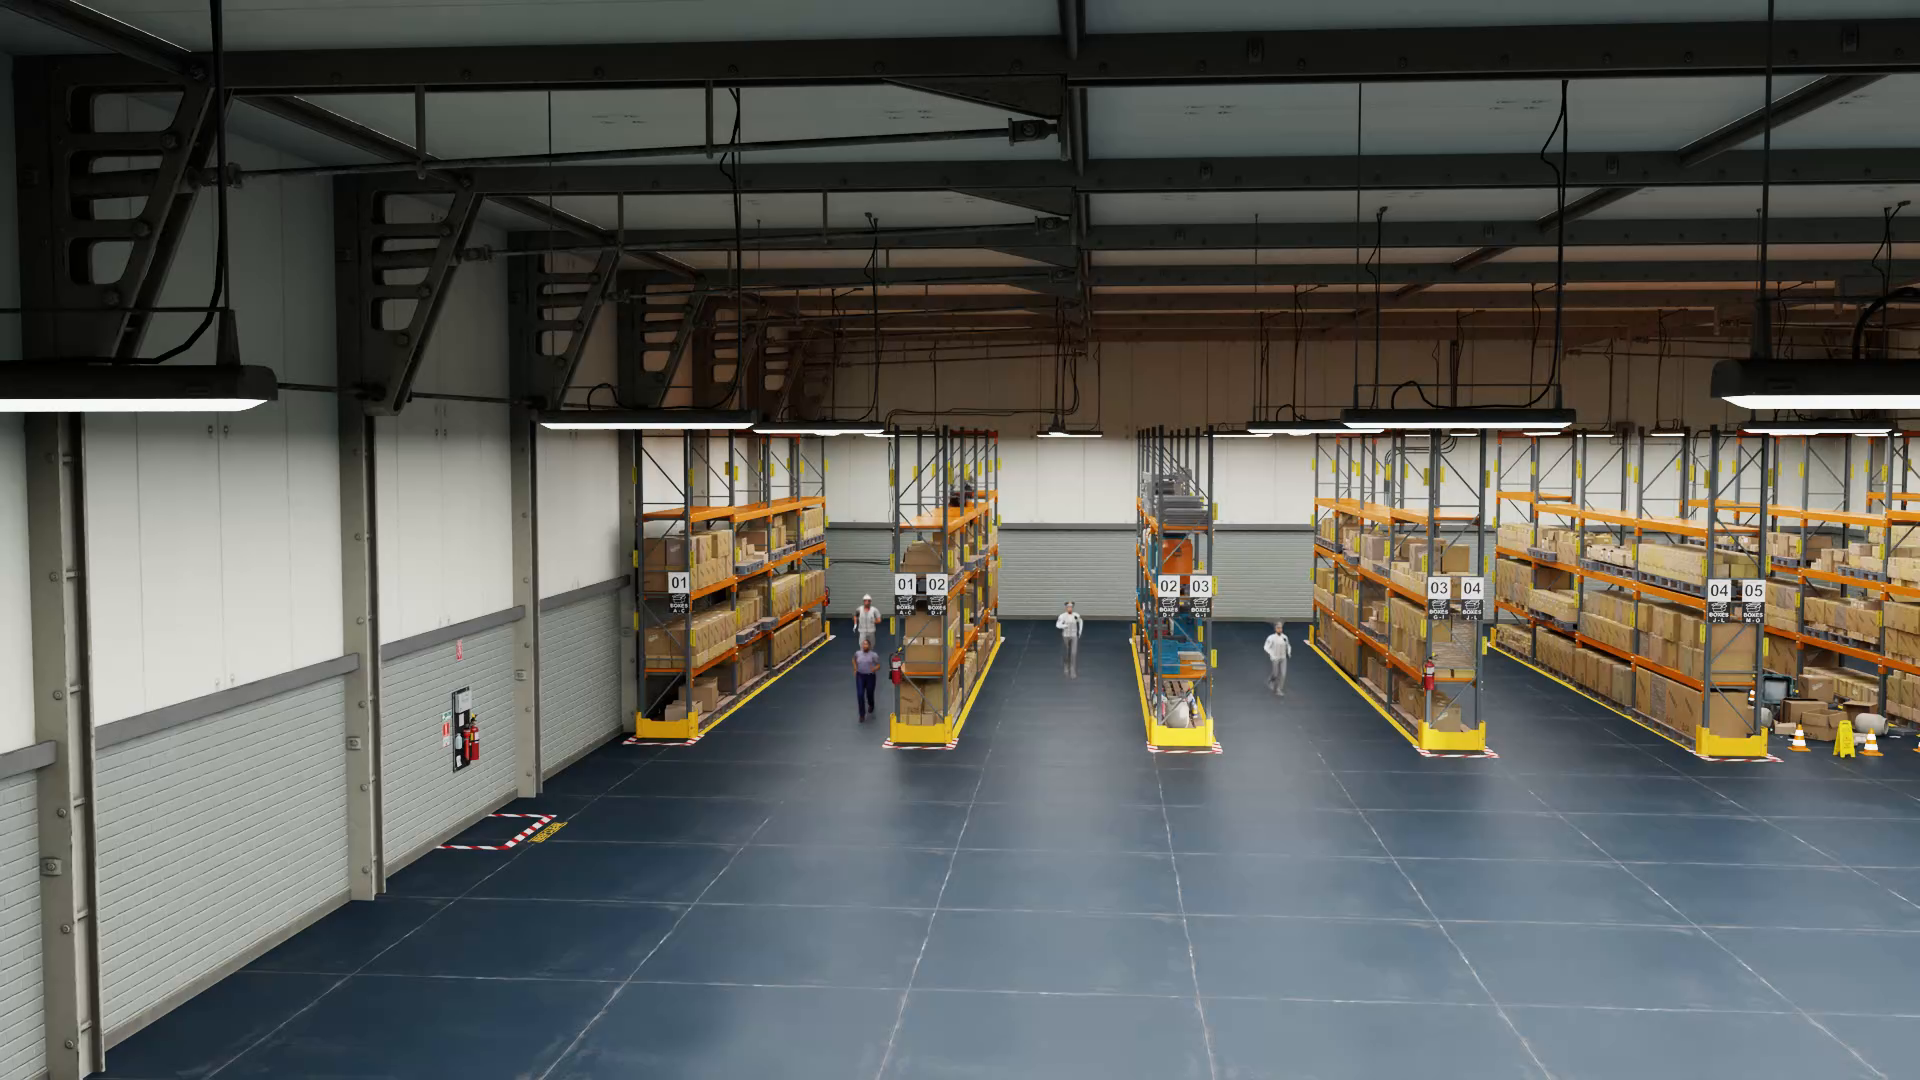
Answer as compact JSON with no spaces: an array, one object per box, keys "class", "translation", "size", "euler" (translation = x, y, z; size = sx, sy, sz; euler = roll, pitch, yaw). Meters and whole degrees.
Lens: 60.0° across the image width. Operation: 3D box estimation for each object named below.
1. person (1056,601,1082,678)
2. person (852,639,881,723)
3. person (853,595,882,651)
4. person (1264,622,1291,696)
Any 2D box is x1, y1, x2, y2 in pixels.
[{"class":"person","translation":[2.524,2.266,38.299],"size":[0.629,1.732,0.803],"euler":[0,3,-2]},{"class":"person","translation":[-1.922,2.859,34.061],"size":[0.607,1.659,0.897],"euler":[0,3,4]},{"class":"person","translation":[-2.161,2.196,38.817],"size":[0.661,1.830,0.919],"euler":[0,3,-3]},{"class":"person","translation":[7.149,2.655,37.303],"size":[0.615,1.647,0.575],"euler":[0,3,-8]}]
